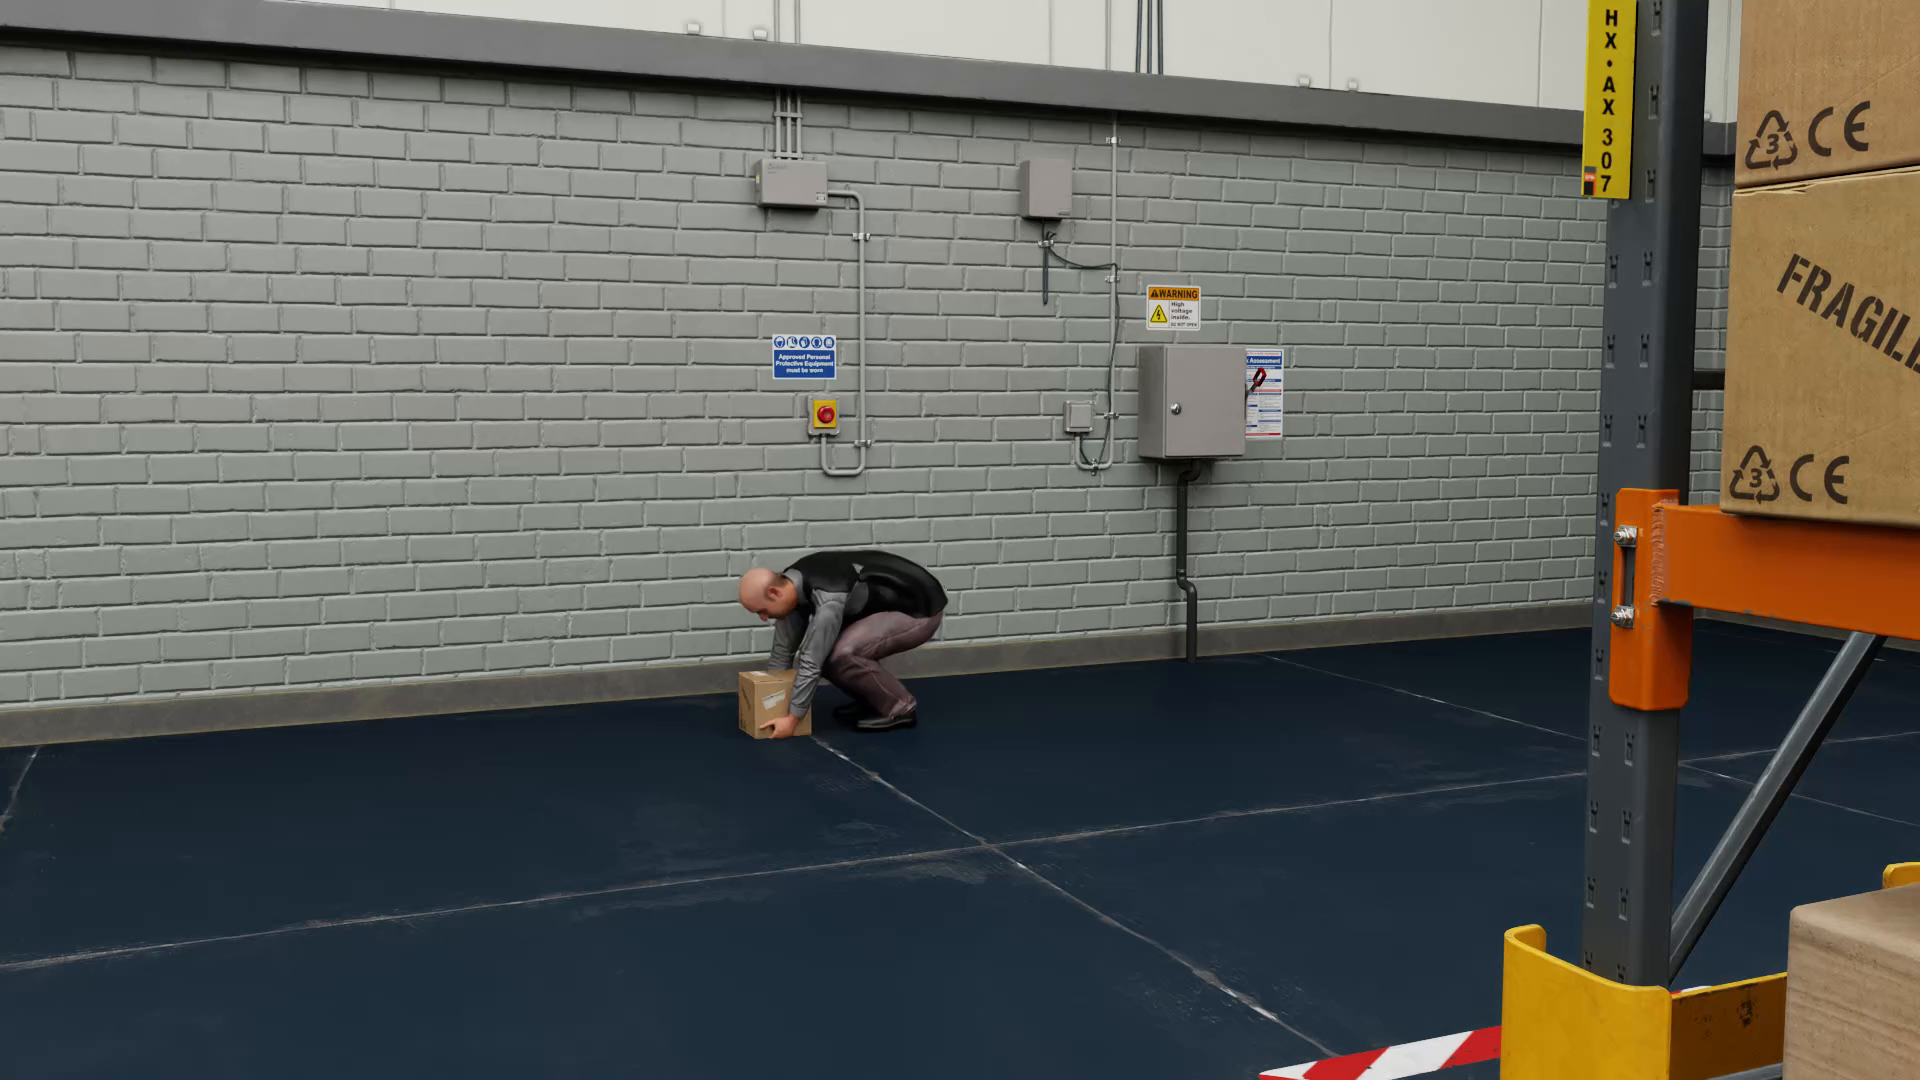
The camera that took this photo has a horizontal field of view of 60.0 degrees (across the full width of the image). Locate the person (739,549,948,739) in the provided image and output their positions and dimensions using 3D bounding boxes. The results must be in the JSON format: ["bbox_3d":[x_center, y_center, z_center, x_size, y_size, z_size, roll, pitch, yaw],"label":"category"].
[{"bbox_3d":[-0.521,0.444,7.304,0.942,0.795,0.505,-3,6,-25],"label":"person"}]
